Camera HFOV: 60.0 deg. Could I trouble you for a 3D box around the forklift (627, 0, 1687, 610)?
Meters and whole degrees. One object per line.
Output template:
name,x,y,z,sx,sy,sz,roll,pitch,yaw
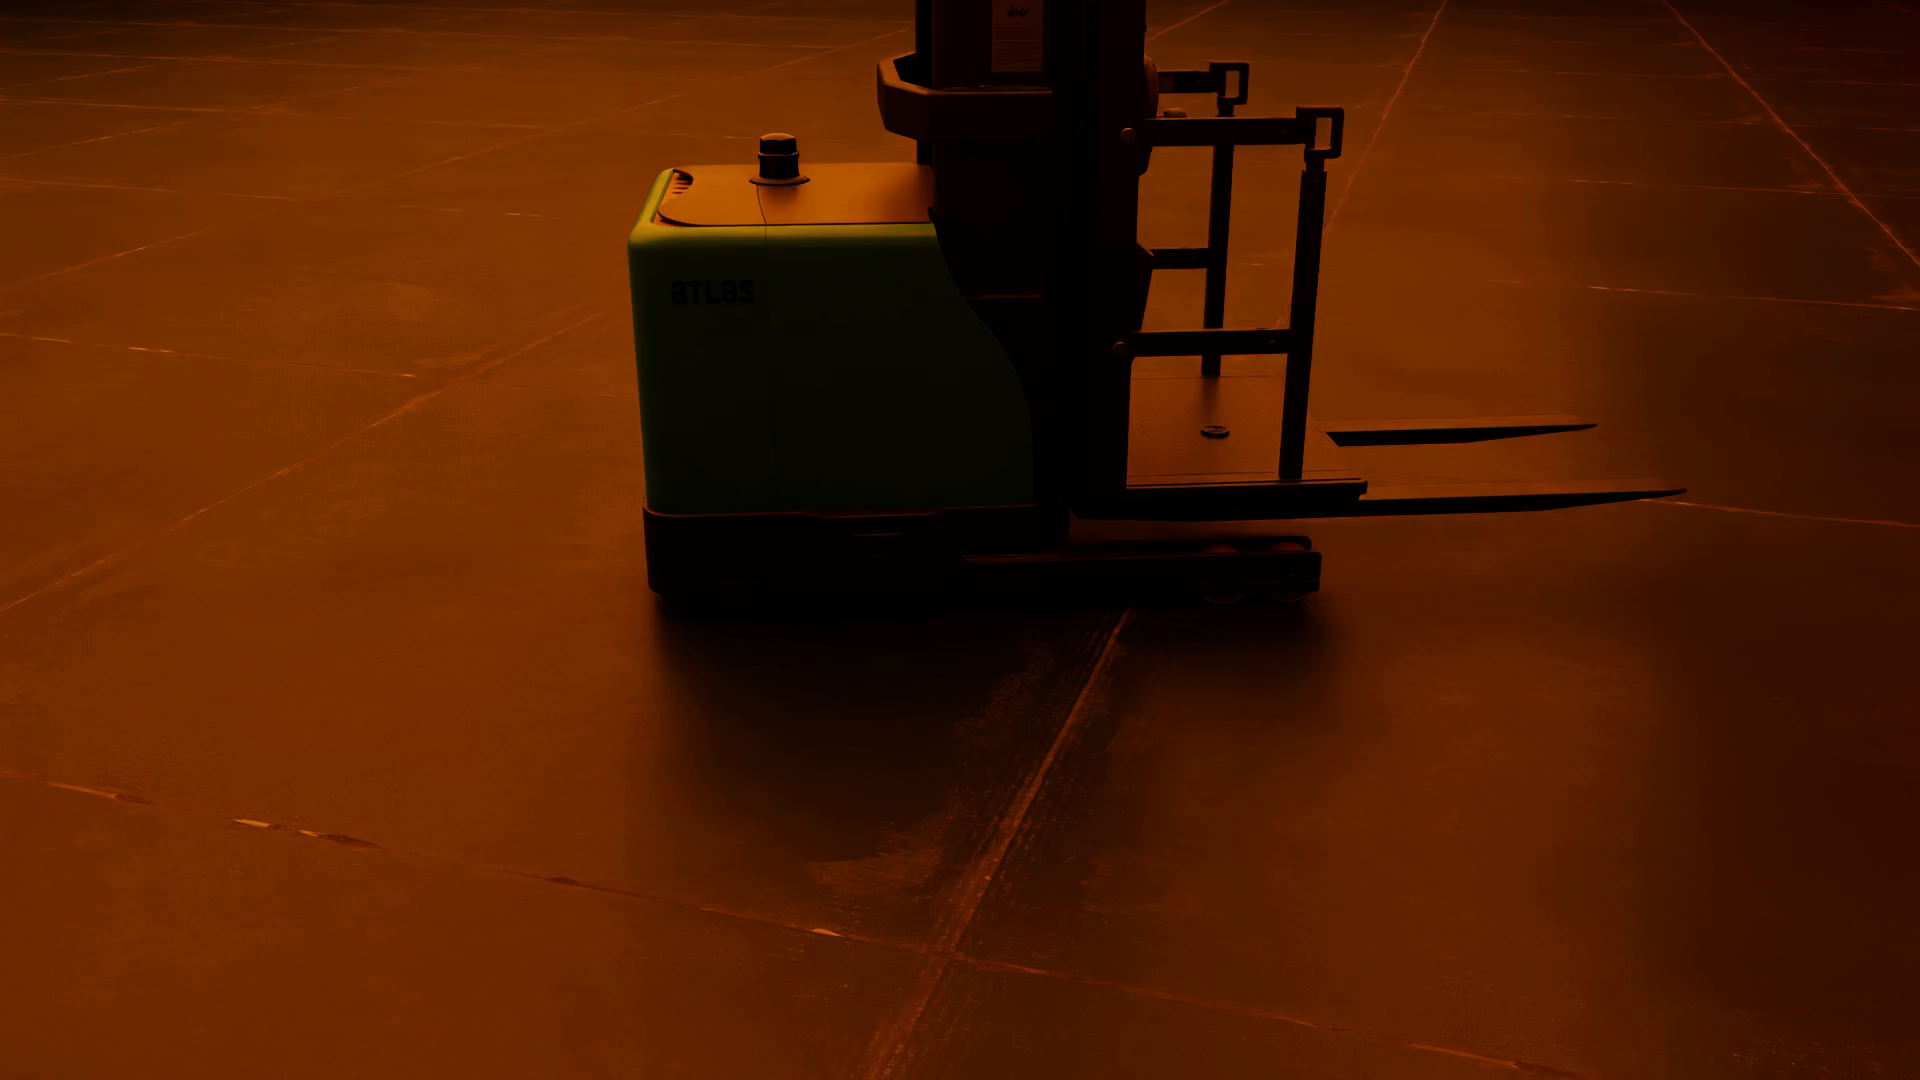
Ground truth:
forklift,0.606,-1.374,4.608,3.031,2.935,1.130,-2,23,-4
